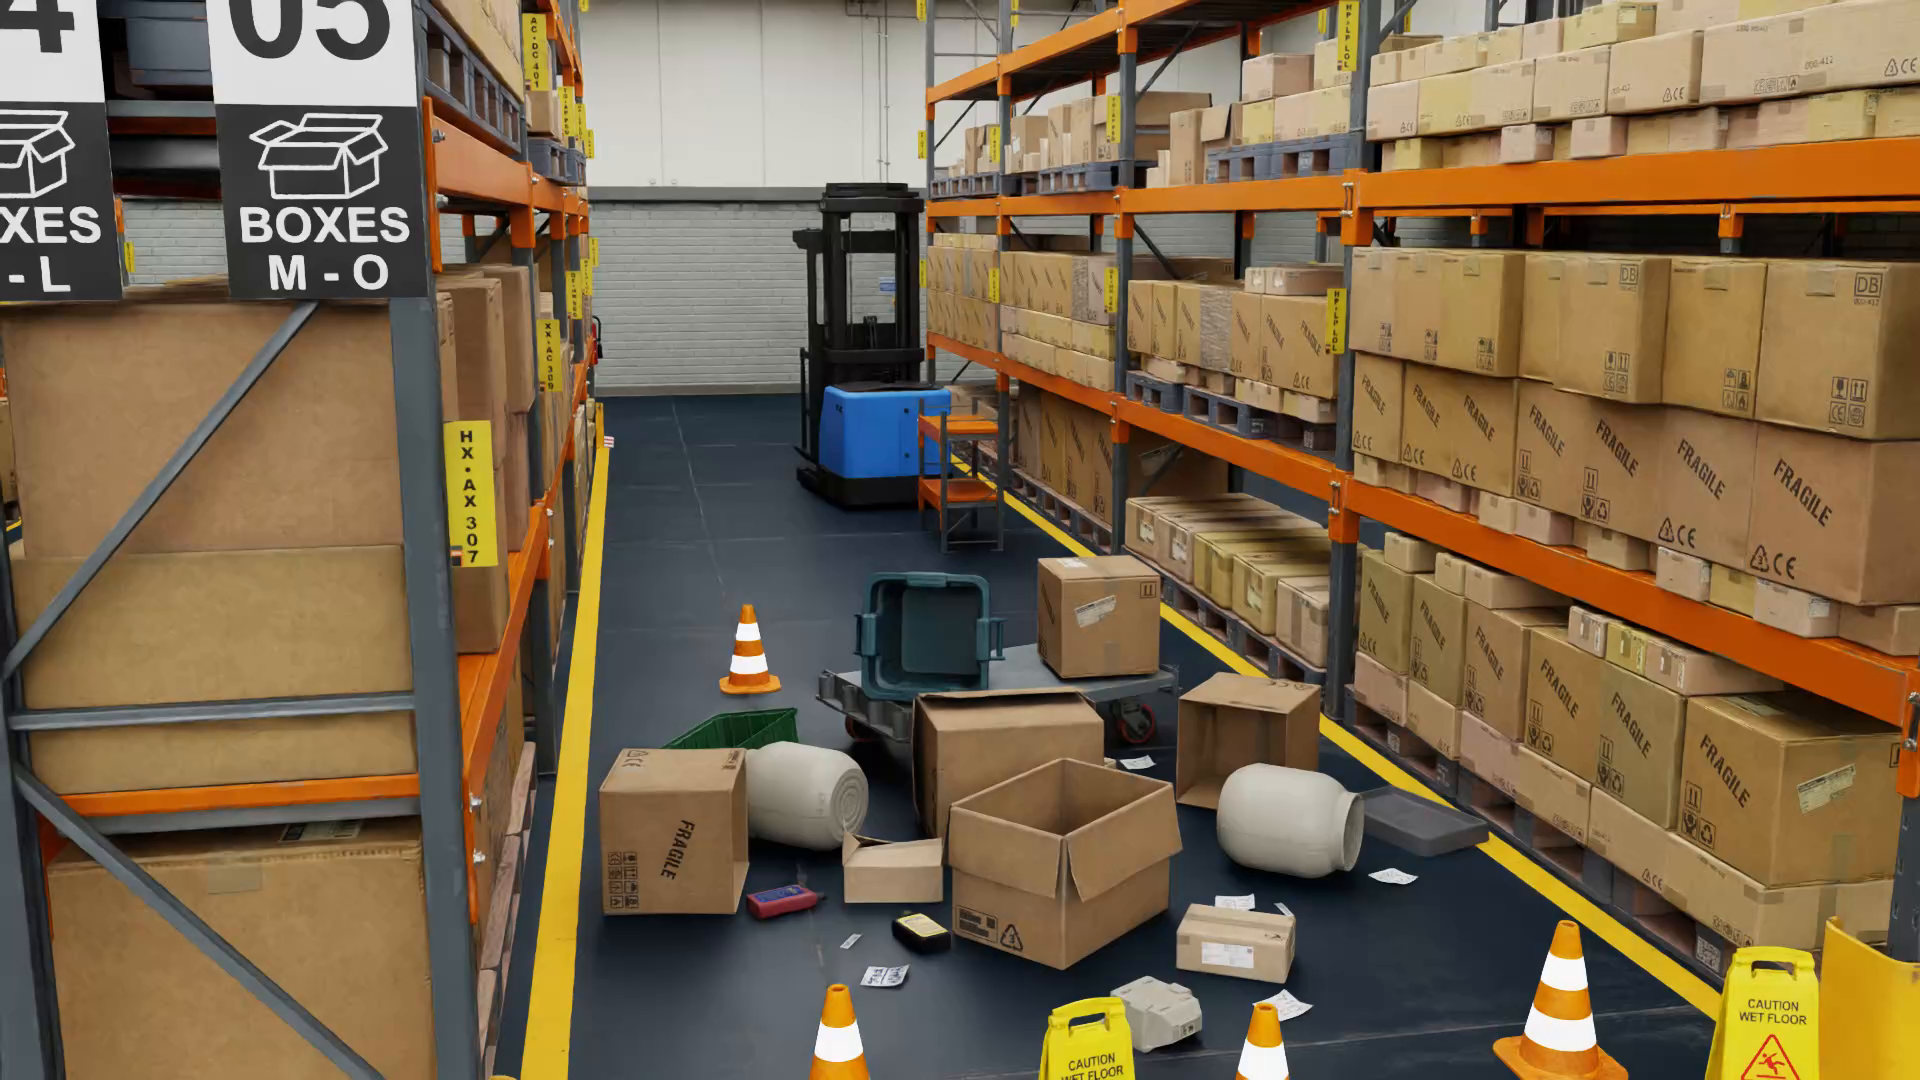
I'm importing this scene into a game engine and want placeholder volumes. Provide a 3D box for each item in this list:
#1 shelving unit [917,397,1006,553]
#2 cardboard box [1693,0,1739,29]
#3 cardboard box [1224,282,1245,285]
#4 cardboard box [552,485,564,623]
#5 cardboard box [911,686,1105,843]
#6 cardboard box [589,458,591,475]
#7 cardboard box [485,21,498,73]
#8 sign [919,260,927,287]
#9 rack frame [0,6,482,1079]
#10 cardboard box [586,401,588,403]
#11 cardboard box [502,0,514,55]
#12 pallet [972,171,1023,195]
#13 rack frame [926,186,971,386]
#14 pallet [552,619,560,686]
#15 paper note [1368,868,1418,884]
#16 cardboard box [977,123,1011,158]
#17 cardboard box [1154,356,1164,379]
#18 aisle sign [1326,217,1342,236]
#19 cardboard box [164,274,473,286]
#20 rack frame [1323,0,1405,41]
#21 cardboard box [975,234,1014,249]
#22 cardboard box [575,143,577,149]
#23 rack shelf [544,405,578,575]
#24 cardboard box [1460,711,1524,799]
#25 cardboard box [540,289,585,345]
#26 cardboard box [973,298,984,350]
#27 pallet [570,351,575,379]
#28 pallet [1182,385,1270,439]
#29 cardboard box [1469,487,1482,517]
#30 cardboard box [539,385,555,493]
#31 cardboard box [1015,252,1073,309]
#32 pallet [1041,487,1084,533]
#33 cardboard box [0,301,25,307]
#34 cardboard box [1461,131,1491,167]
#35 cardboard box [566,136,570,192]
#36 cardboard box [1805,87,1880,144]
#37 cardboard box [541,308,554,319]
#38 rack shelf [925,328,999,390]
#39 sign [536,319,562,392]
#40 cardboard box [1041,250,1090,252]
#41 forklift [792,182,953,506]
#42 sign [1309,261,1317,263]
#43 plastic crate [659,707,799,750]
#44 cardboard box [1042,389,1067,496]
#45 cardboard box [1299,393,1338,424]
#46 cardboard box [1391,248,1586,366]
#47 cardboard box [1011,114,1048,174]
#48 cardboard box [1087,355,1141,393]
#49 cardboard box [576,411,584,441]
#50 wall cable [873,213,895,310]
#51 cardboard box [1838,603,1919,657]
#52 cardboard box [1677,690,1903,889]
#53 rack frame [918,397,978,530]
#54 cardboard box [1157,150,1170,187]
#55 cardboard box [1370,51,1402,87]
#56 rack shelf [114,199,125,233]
[{"bbox_3d":[-0.001,-0.554,13.598,0.538,1.125,1.048,-2,11,-11],"label":"shelving unit"},{"bbox_3d":[2.733,-1.798,5.637,0.380,0.149,0.250,-2,11,-11],"label":"cardboard box"},{"bbox_3d":[2.125,-1.517,11.460,0.500,0.500,0.500,-2,11,-12],"label":"cardboard box"},{"bbox_3d":[-2.980,0.089,10.100,1.050,0.750,0.750,-2,11,-10],"label":"cardboard box"},{"bbox_3d":[0.193,0.942,7.038,0.797,0.637,0.503,-2,11,-11],"label":"cardboard box"},{"bbox_3d":[-3.717,-0.703,15.869,0.380,0.149,0.250,-3,11,-13],"label":"cardboard box"},{"bbox_3d":[-1.723,-1.622,5.454,0.380,0.149,0.250,-2,11,-11],"label":"cardboard box"},{"bbox_3d":[-0.449,-3.196,19.938,0.100,0.325,0.005,-2,11,-11],"label":"sign"},{"bbox_3d":[-1.628,0.382,3.666,1.000,3.000,0.127,-2,11,-11],"label":"rack frame"},{"bbox_3d":[-4.232,-1.422,18.054,0.380,0.149,0.250,-3,11,-13],"label":"cardboard box"},{"bbox_3d":[-1.960,-1.979,6.265,0.500,0.250,0.500,-2,11,-11],"label":"cardboard box"},{"bbox_3d":[0.726,-3.598,16.790,1.003,0.211,1.213,-2,11,-11],"label":"pallet"},{"bbox_3d":[0.096,-2.751,20.127,1.000,3.000,0.127,-2,11,-11],"label":"rack frame"},{"bbox_3d":[-2.870,0.655,9.688,1.003,0.211,1.213,-2,11,-11],"label":"pallet"},{"bbox_3d":[1.724,1.333,6.611,0.142,0.019,0.148,-6,13,-31],"label":"paper note"},{"bbox_3d":[0.581,-4.043,17.227,0.797,0.503,0.637,-1,11,-7],"label":"cardboard box"},{"bbox_3d":[1.563,-1.195,11.502,0.380,0.149,0.250,-3,11,-15],"label":"cardboard box"},{"bbox_3d":[4.663,-4.211,20.845,0.394,0.787,0.004,-2,11,-11],"label":"aisle sign"},{"bbox_3d":[-2.065,-0.589,5.480,0.875,0.550,0.500,-2,11,-11],"label":"cardboard box"},{"bbox_3d":[4.965,-5.879,20.518,1.000,3.000,0.127,-2,11,-11],"label":"rack frame"},{"bbox_3d":[0.368,-3.110,17.337,0.380,0.149,0.250,-2,11,-11],"label":"cardboard box"},{"bbox_3d":[-3.820,-3.561,15.426,0.500,0.250,0.500,-2,11,-9],"label":"cardboard box"},{"bbox_3d":[-2.795,-0.365,9.515,1.077,0.370,4.000,-2,11,-11],"label":"rack shelf"},{"bbox_3d":[2.501,0.907,7.138,0.500,0.250,0.500,-2,11,-12],"label":"cardboard box"},{"bbox_3d":[-3.811,-2.114,15.717,0.500,0.500,0.500,-2,11,-12],"label":"cardboard box"},{"bbox_3d":[0.428,-2.236,17.156,0.500,0.500,0.500,-2,11,-12],"label":"cardboard box"},{"bbox_3d":[-3.609,-1.352,13.292,1.003,0.211,1.213,-2,11,-11],"label":"pallet"},{"bbox_3d":[2.078,-0.828,10.536,1.003,0.211,1.213,-2,11,-11],"label":"pallet"},{"bbox_3d":[2.455,-0.171,7.243,0.380,0.149,0.250,-2,11,-11],"label":"cardboard box"},{"bbox_3d":[-2.244,-0.507,8.069,0.500,0.500,0.500,-2,11,-10],"label":"cardboard box"},{"bbox_3d":[0.804,-2.374,15.206,0.500,0.500,0.500,-2,11,-11],"label":"cardboard box"},{"bbox_3d":[1.339,-0.284,14.626,1.003,0.211,1.213,-2,11,-11],"label":"pallet"},{"bbox_3d":[-8.689,-2.195,14.805,0.500,0.500,0.500,-2,11,-11],"label":"cardboard box"},{"bbox_3d":[2.413,-1.695,7.230,0.380,0.149,0.250,-2,11,-9],"label":"cardboard box"},{"bbox_3d":[-3.240,-2.905,12.647,0.500,0.500,0.500,-2,11,-11],"label":"cardboard box"},{"bbox_3d":[2.784,-1.266,4.976,0.380,0.149,0.250,-2,11,-11],"label":"cardboard box"},{"bbox_3d":[-3.138,-1.601,12.044,0.380,0.149,0.250,-2,11,-13],"label":"cardboard box"},{"bbox_3d":[0.485,-2.031,18.267,1.077,0.370,4.000,-2,11,-11],"label":"rack shelf"},{"bbox_3d":[-1.861,-0.836,7.539,0.100,0.325,0.005,-2,11,-11],"label":"sign"},{"bbox_3d":[1.019,-2.654,16.675,0.500,0.500,0.500,-2,11,-11],"label":"cardboard box"},{"bbox_3d":[-0.999,-1.980,16.262,1.130,2.935,3.031,-3,11,-18],"label":"forklift"},{"bbox_3d":[4.432,-3.338,20.894,0.100,0.325,0.005,-2,11,-11],"label":"sign"},{"bbox_3d":[-1.087,0.986,7.861,0.450,0.188,0.662,-7,8,20],"label":"plastic crate"},{"bbox_3d":[1.257,-0.904,14.981,0.875,0.875,0.875,-2,11,-9],"label":"cardboard box"},{"bbox_3d":[2.060,-0.717,8.991,0.380,0.149,0.250,-2,11,-10],"label":"cardboard box"},{"bbox_3d":[2.381,-1.053,7.471,0.700,0.500,0.500,-2,11,-11],"label":"cardboard box"},{"bbox_3d":[0.761,-3.574,15.039,0.500,0.500,0.500,-2,11,-12],"label":"cardboard box"},{"bbox_3d":[1.299,-1.293,12.870,0.500,0.250,0.500,-3,11,-13],"label":"cardboard box"},{"bbox_3d":[-3.482,-0.943,14.186,0.500,0.250,0.500,-2,11,-8],"label":"cardboard box"},{"bbox_3d":[-1.023,-4.299,25.458,0.585,1.953,0.123,-2,11,-11],"label":"wall cable"},{"bbox_3d":[2.926,0.246,5.052,0.380,0.149,0.250,-2,11,-9],"label":"cardboard box"},{"bbox_3d":[2.797,0.822,5.579,0.500,0.500,0.500,-2,11,-11],"label":"cardboard box"},{"bbox_3d":[-0.100,-0.647,14.088,0.500,1.125,0.032,-2,11,-11],"label":"rack frame"},{"bbox_3d":[1.597,-2.580,11.568,0.396,0.266,0.258,-2,11,-11],"label":"cardboard box"},{"bbox_3d":[2.171,-2.222,7.866,0.380,0.149,0.250,-2,11,-12],"label":"cardboard box"},{"bbox_3d":[-9.235,-3.144,16.093,1.077,0.370,4.000,-2,11,-11],"label":"rack shelf"}]
